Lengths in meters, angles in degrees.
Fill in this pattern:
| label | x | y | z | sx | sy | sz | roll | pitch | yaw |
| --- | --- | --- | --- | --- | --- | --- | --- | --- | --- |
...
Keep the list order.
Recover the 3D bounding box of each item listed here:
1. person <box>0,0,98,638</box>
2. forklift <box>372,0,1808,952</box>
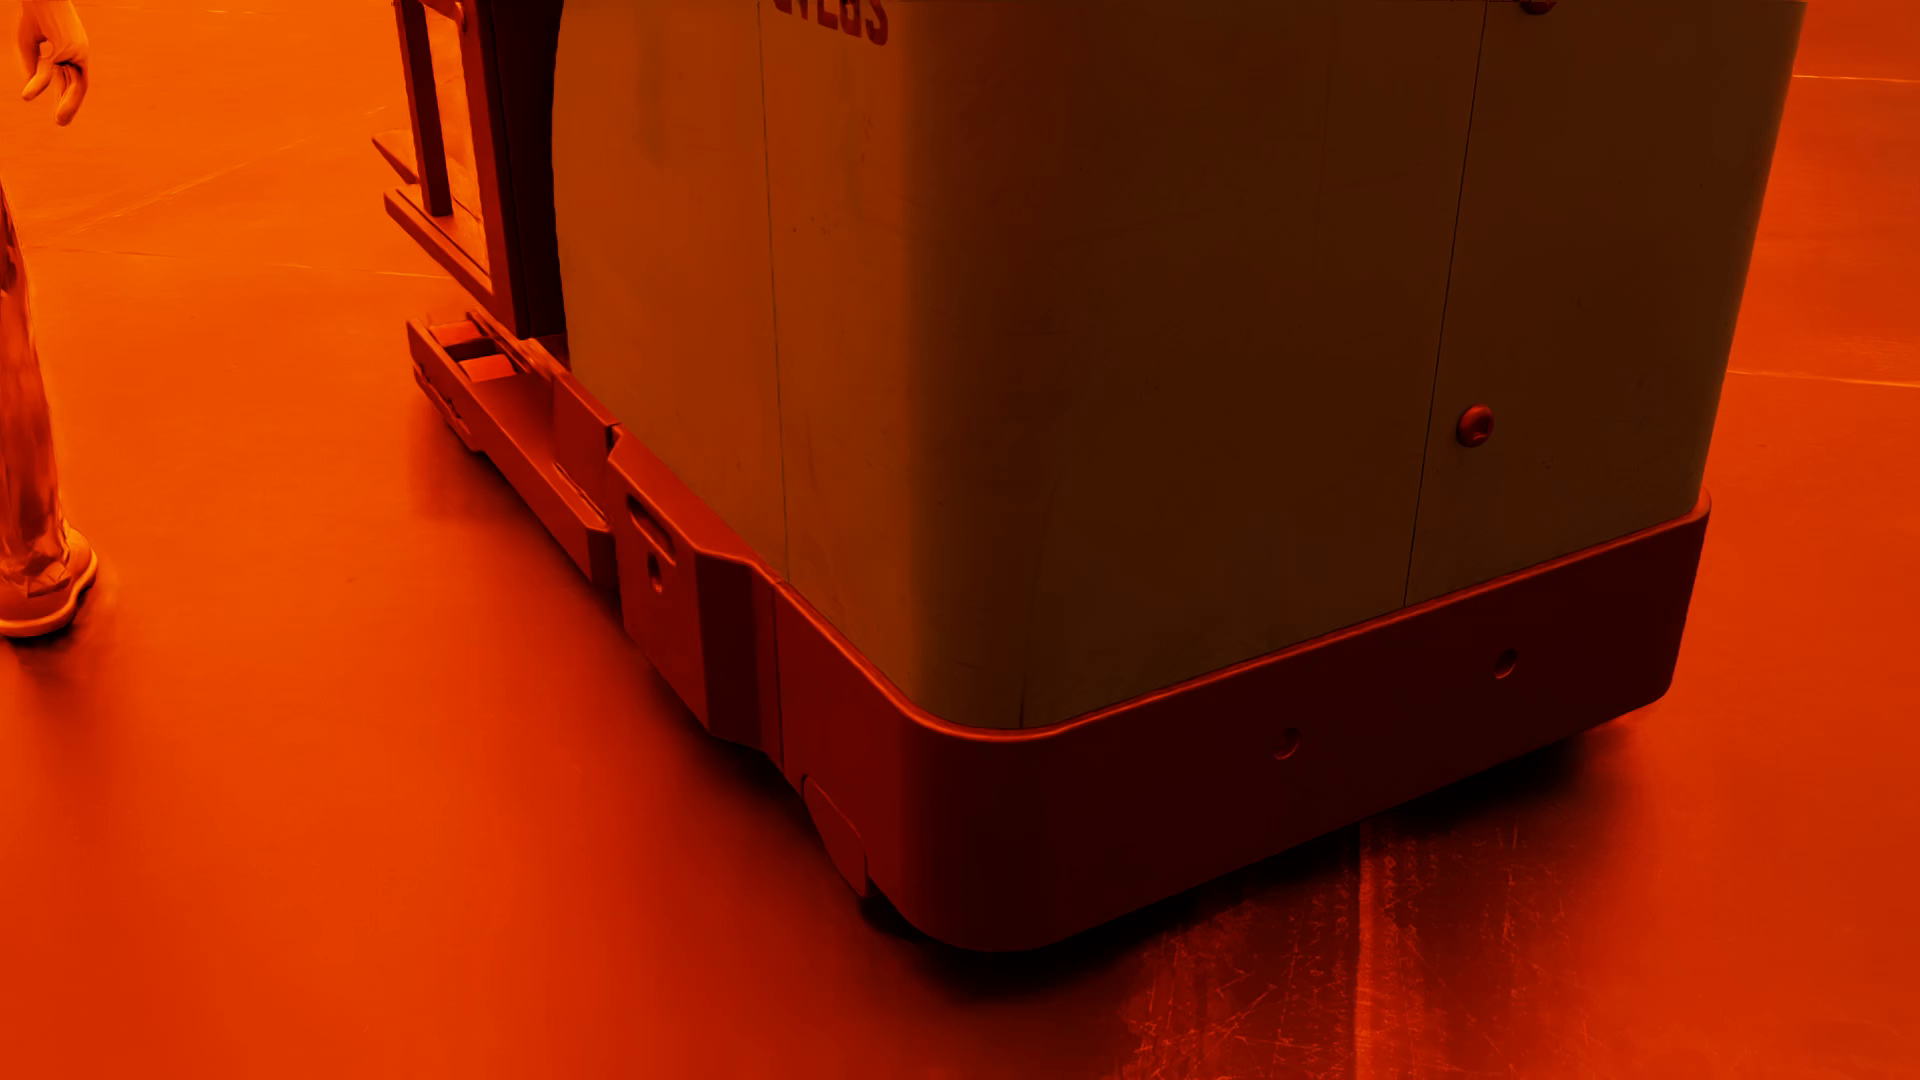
| label | x | y | z | sx | sy | sz | roll | pitch | yaw |
| --- | --- | --- | --- | --- | --- | --- | --- | --- | --- |
| person | -1.346 | -0.592 | 1.834 | 0.657 | 1.659 | 0.478 | -16 | 31 | -29 |
| forklift | -0.313 | -1.545 | 2.309 | 1.130 | 2.935 | 3.031 | -15 | 30 | -27 |
